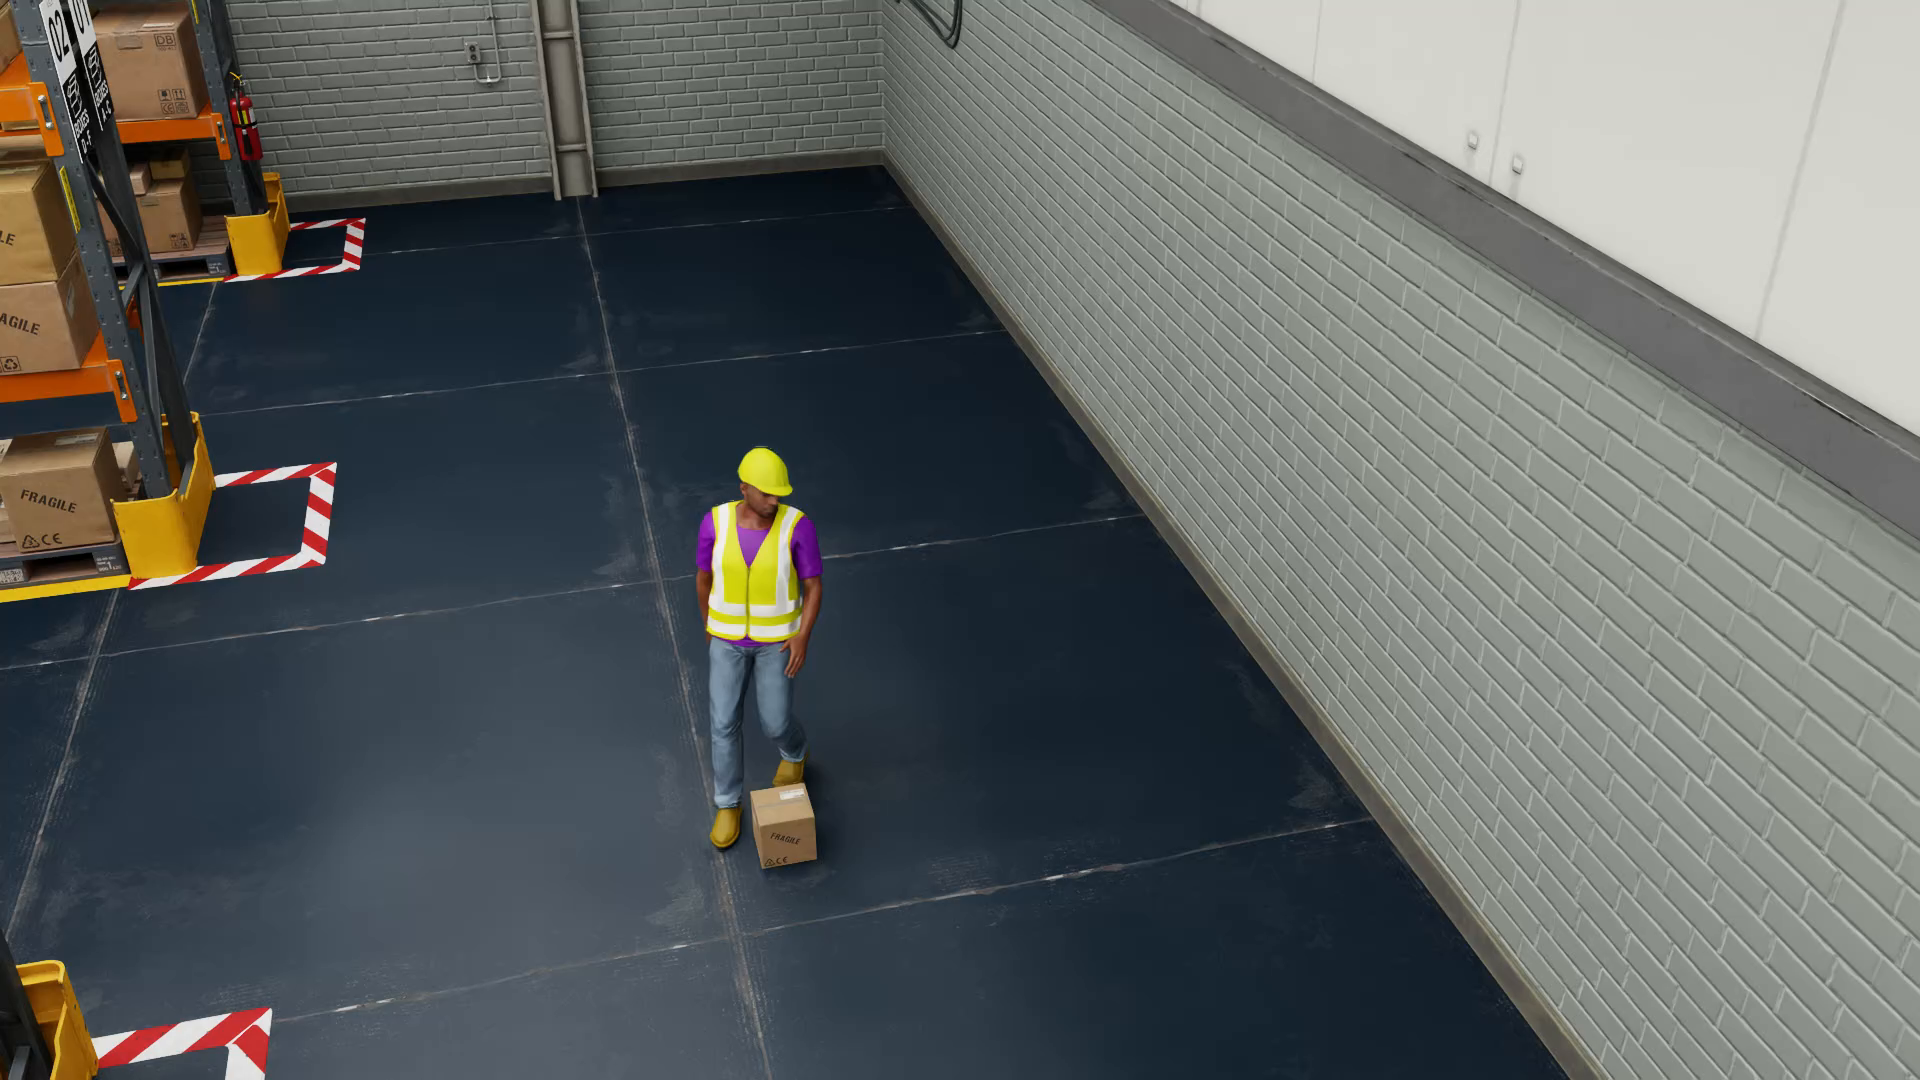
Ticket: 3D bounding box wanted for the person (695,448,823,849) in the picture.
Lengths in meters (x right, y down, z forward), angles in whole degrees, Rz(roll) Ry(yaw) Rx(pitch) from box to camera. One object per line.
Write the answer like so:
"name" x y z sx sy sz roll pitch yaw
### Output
"person" -0.932 0.488 7.443 0.597 1.695 0.786 3 30 5
